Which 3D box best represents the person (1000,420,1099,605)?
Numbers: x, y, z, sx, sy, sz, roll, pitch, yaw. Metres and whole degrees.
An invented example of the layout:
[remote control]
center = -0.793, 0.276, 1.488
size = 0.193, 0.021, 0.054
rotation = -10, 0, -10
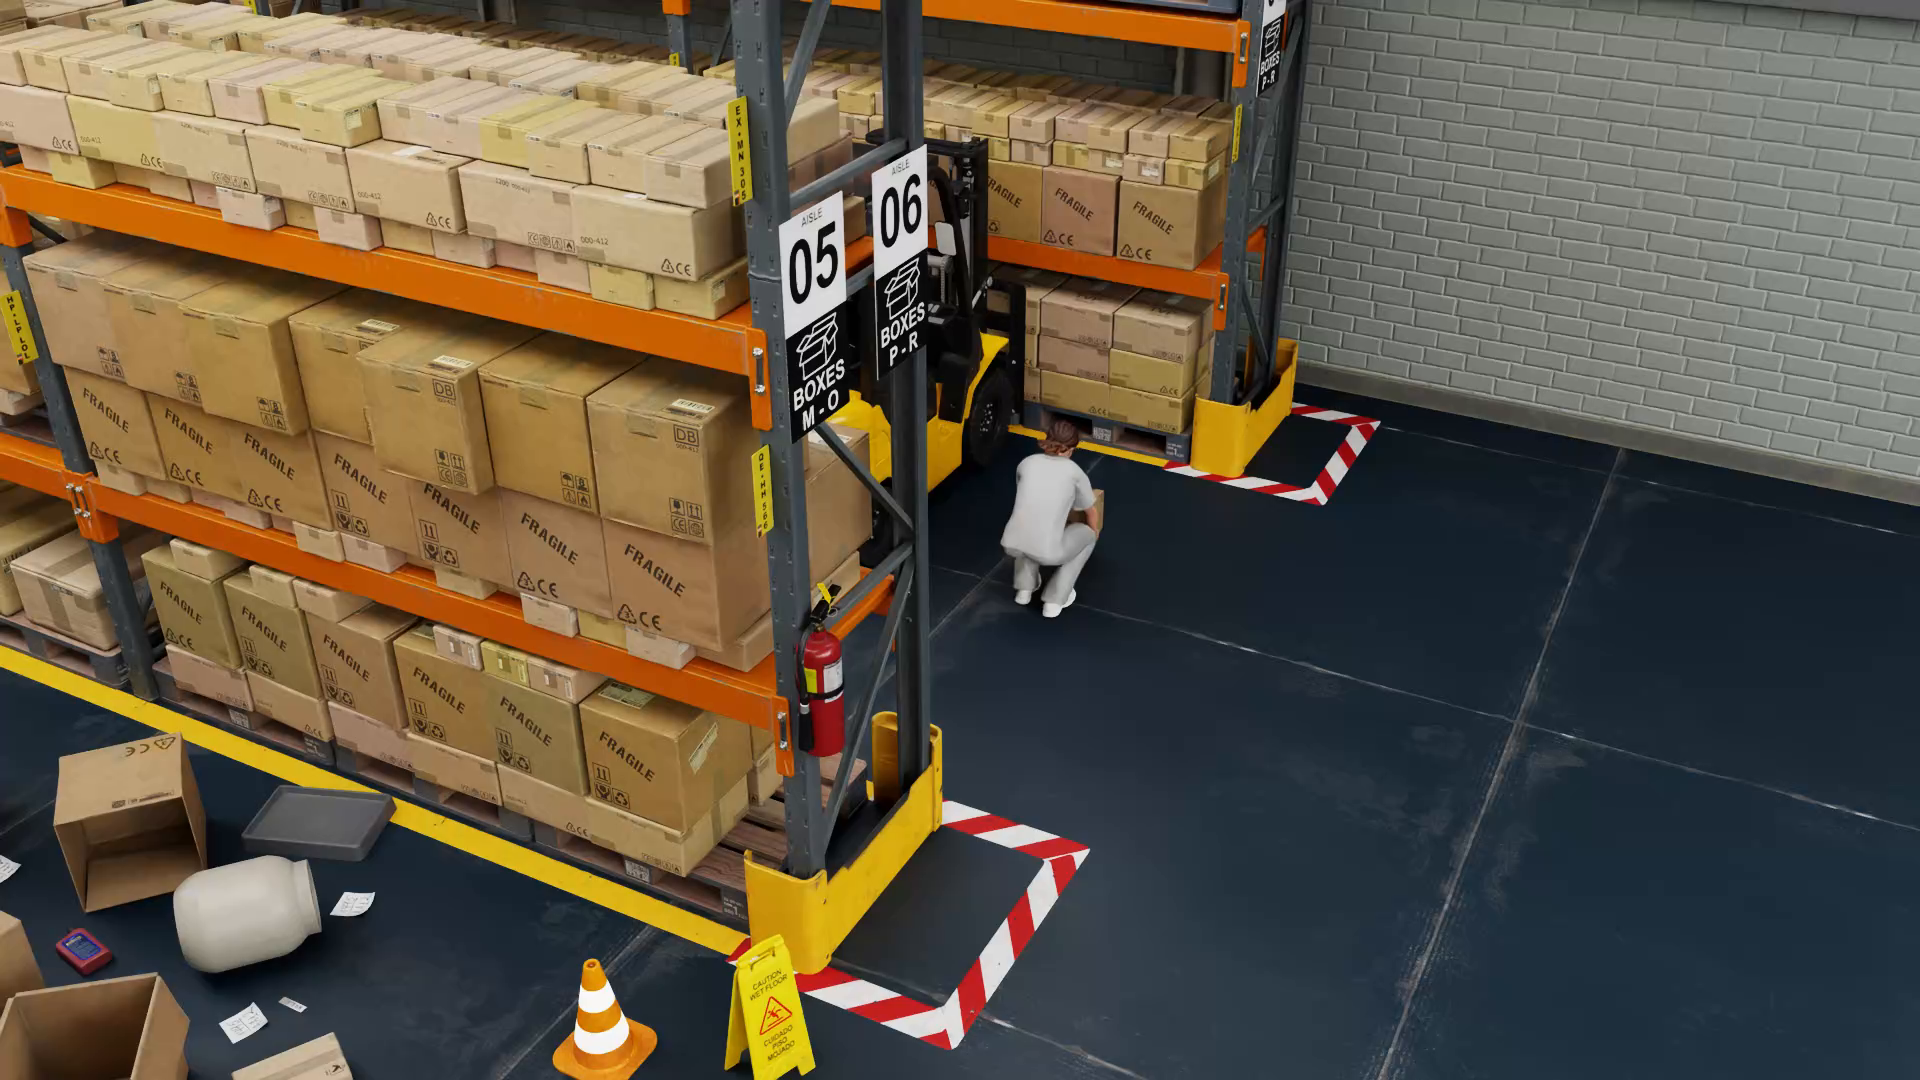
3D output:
[person]
center = 0.490, -0.135, 9.222
size = 0.485, 0.914, 0.803
rotation = 14, 33, 23
